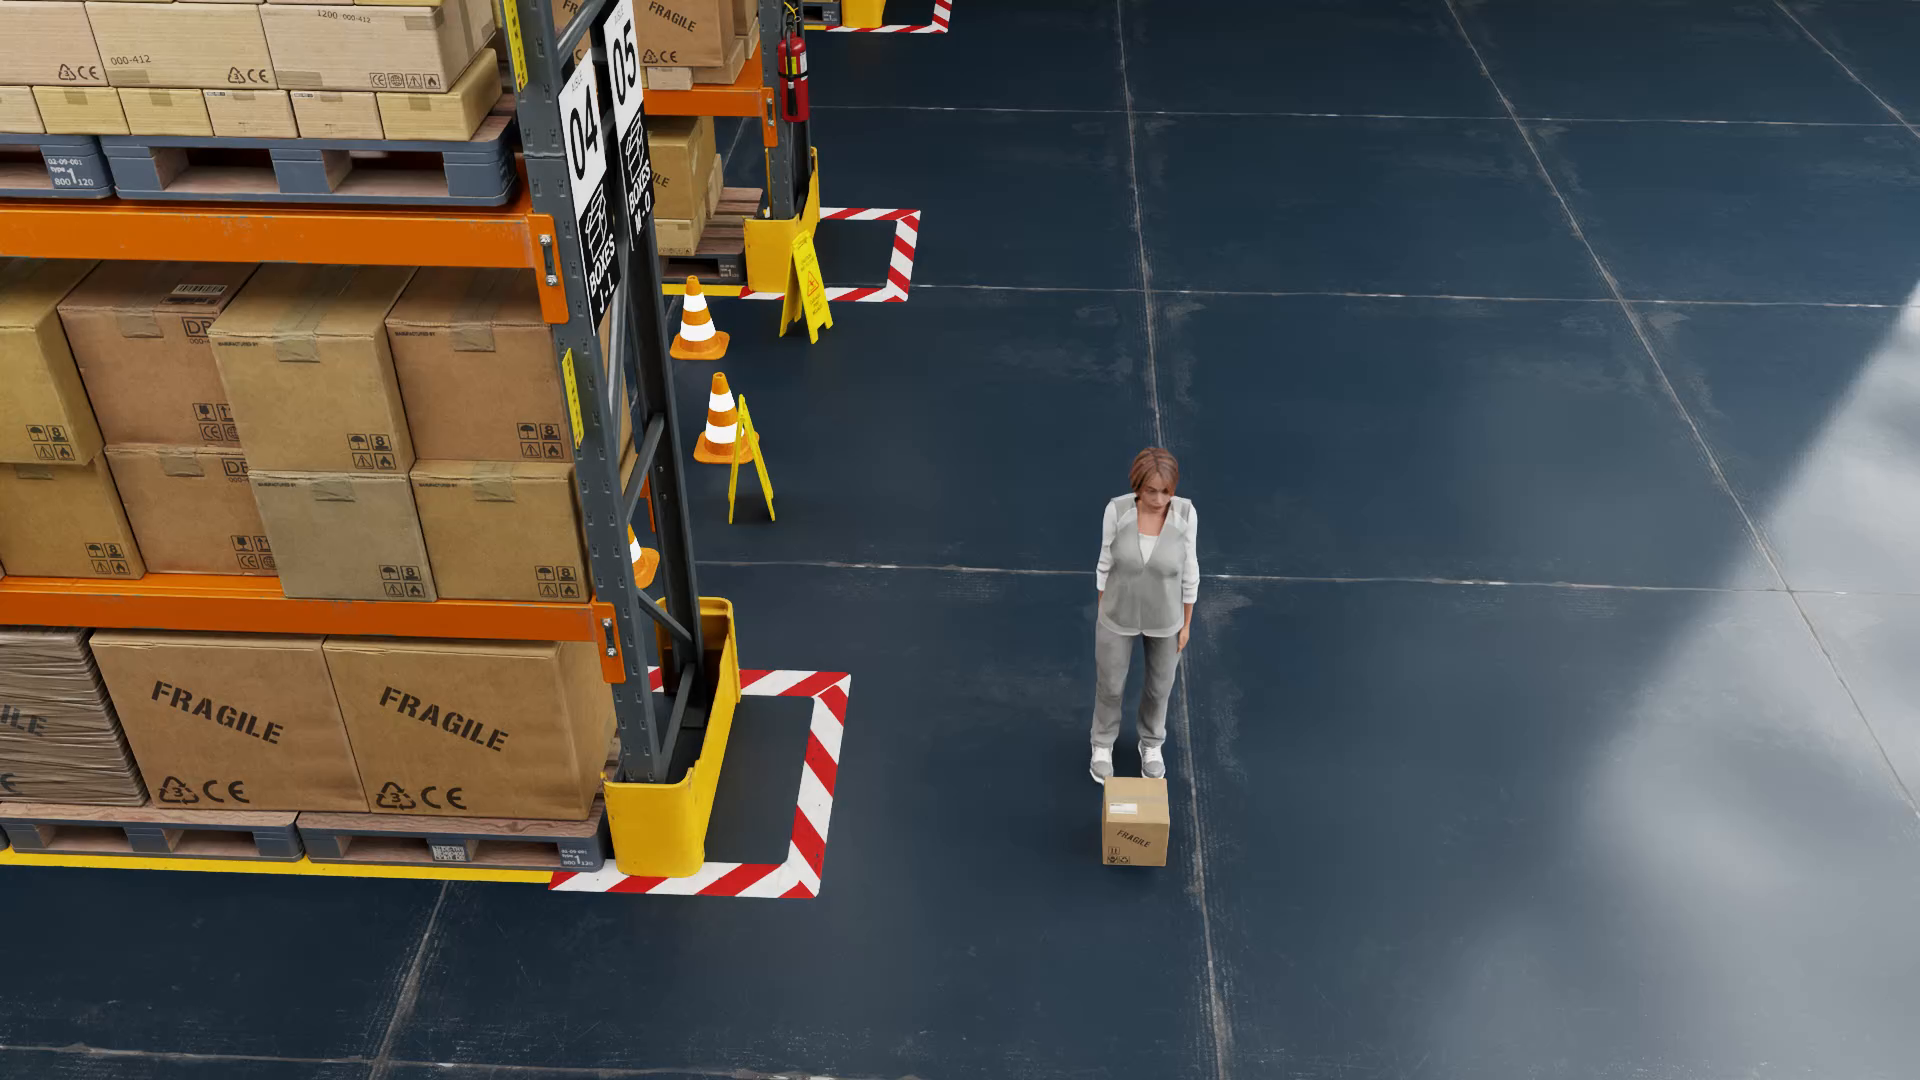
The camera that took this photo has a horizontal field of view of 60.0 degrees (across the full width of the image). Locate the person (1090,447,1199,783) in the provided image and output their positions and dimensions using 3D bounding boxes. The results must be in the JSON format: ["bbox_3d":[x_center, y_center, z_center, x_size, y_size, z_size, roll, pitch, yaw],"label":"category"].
[{"bbox_3d":[0.742,0.320,6.685,0.406,1.595,0.301,2,36,3],"label":"person"}]
